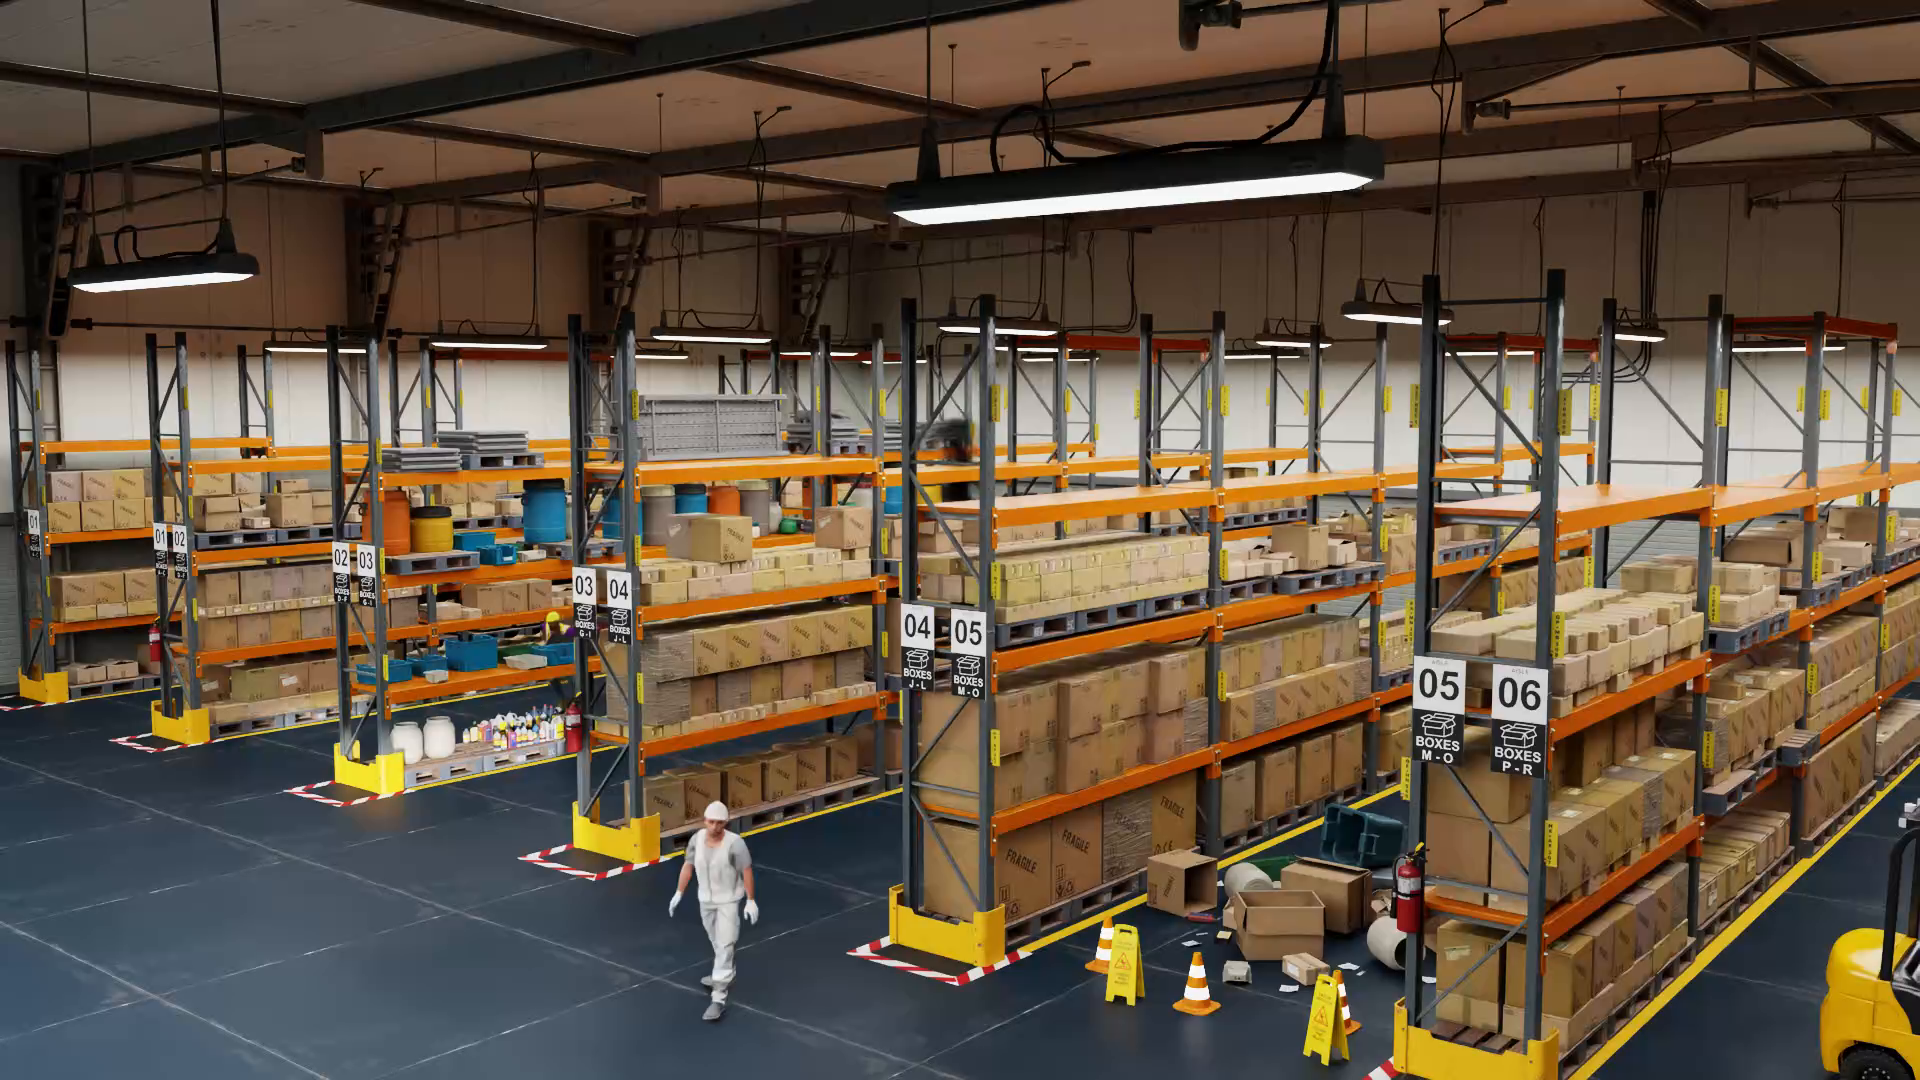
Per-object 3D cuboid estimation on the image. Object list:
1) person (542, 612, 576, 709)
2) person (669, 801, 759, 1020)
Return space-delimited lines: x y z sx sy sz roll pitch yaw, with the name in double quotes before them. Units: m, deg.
"person" -6.431 1.950 26.902 0.754 1.671 0.966 2 5 19
"person" -2.049 3.034 13.968 0.694 1.737 0.899 2 6 24
